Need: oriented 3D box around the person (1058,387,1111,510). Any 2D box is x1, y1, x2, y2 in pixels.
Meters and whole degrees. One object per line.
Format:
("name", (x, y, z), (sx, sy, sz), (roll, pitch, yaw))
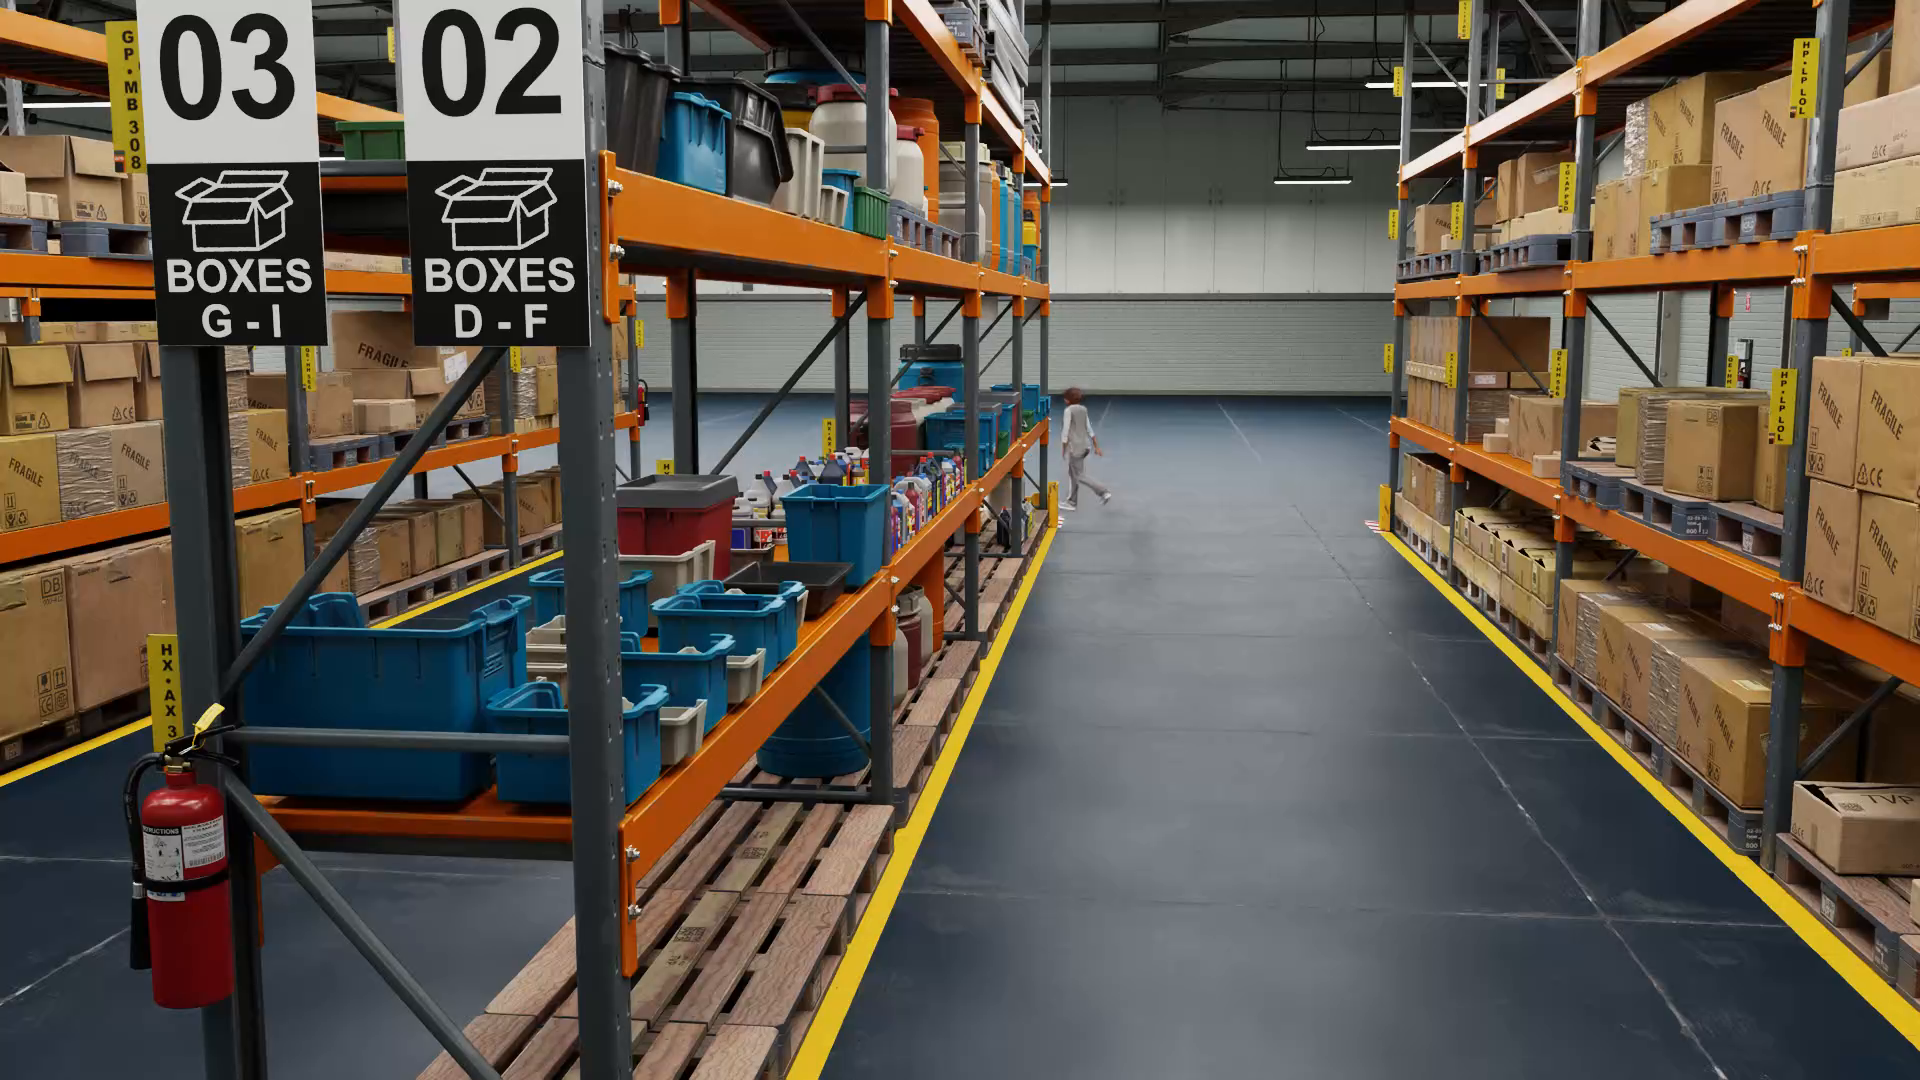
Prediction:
("person", (1.527, -1.131, 20.779), (0.806, 1.557, 0.510), (6, 10, 38))
